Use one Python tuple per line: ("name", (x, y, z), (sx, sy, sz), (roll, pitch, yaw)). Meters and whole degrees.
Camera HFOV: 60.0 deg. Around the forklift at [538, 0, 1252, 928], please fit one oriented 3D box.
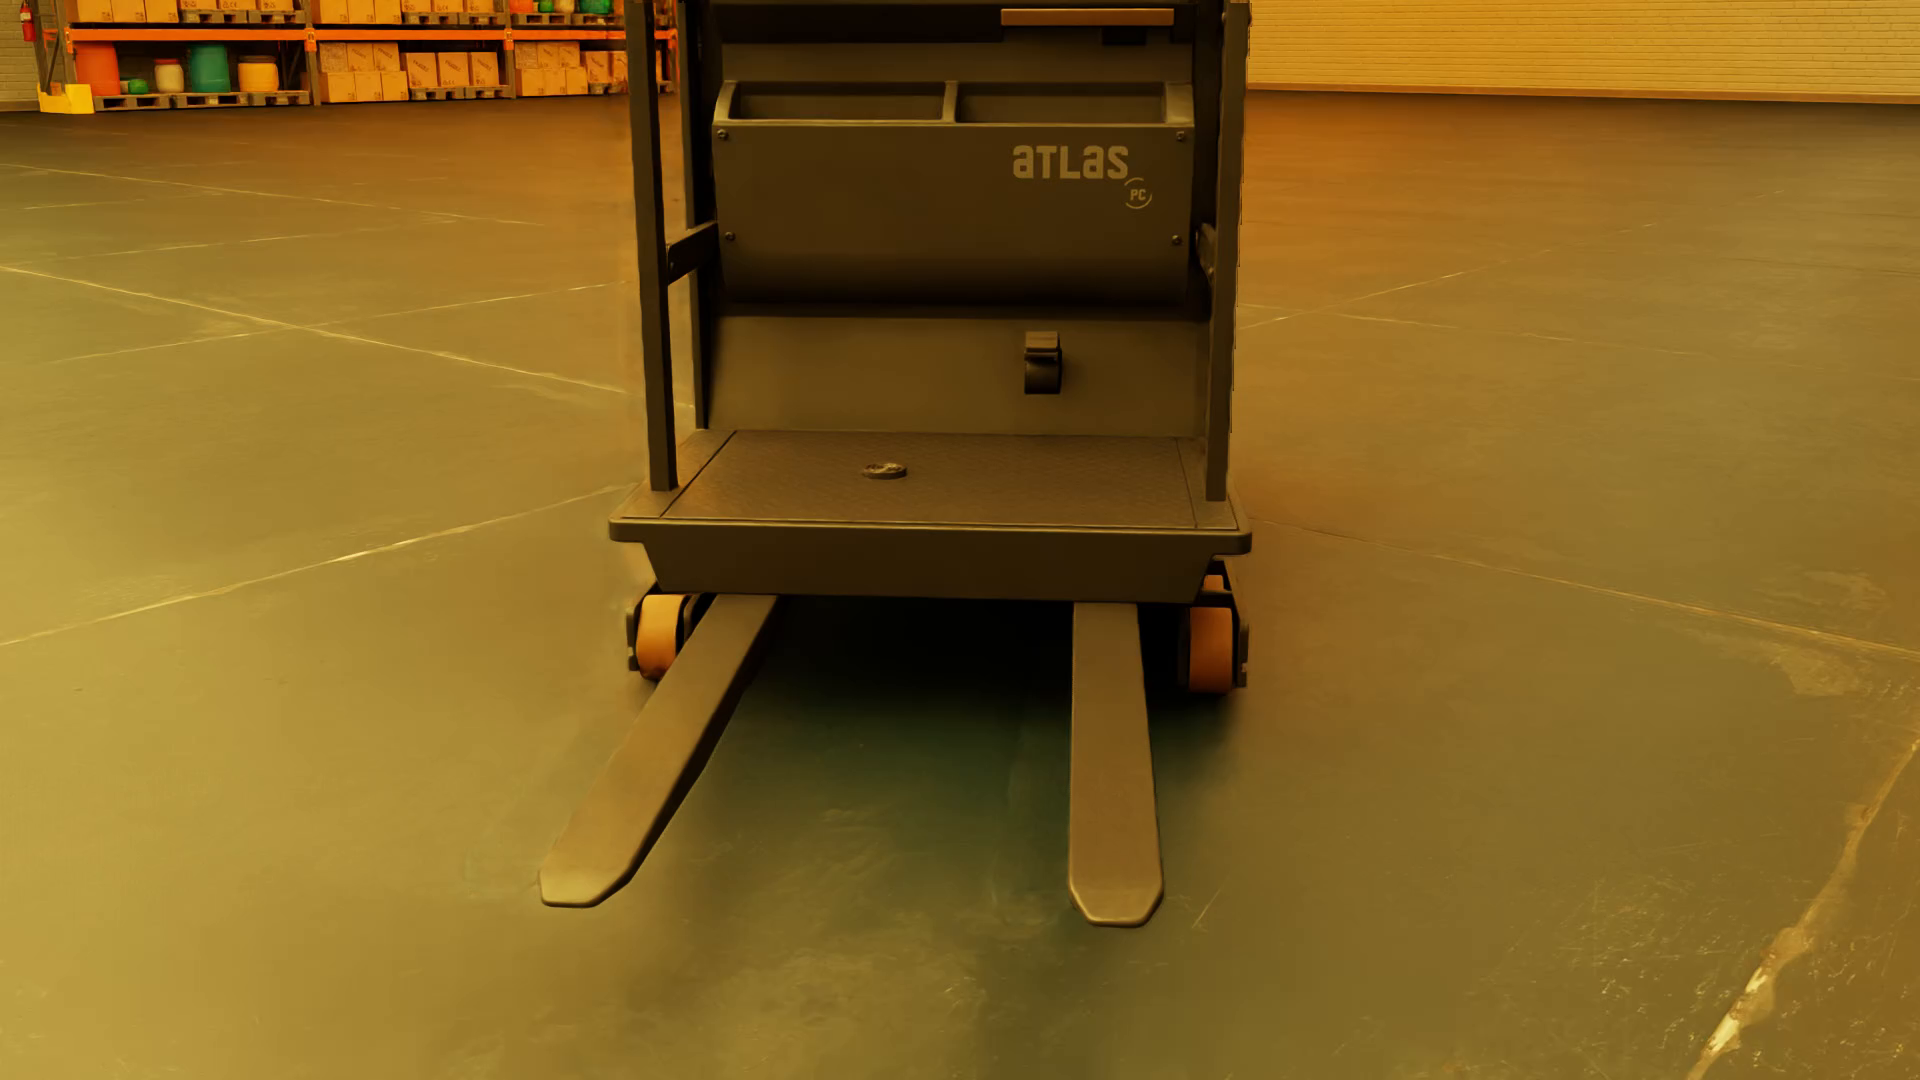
("forklift", (-0.025, -1.219, 2.910), (1.130, 2.935, 3.031), (1, 17, 4))
